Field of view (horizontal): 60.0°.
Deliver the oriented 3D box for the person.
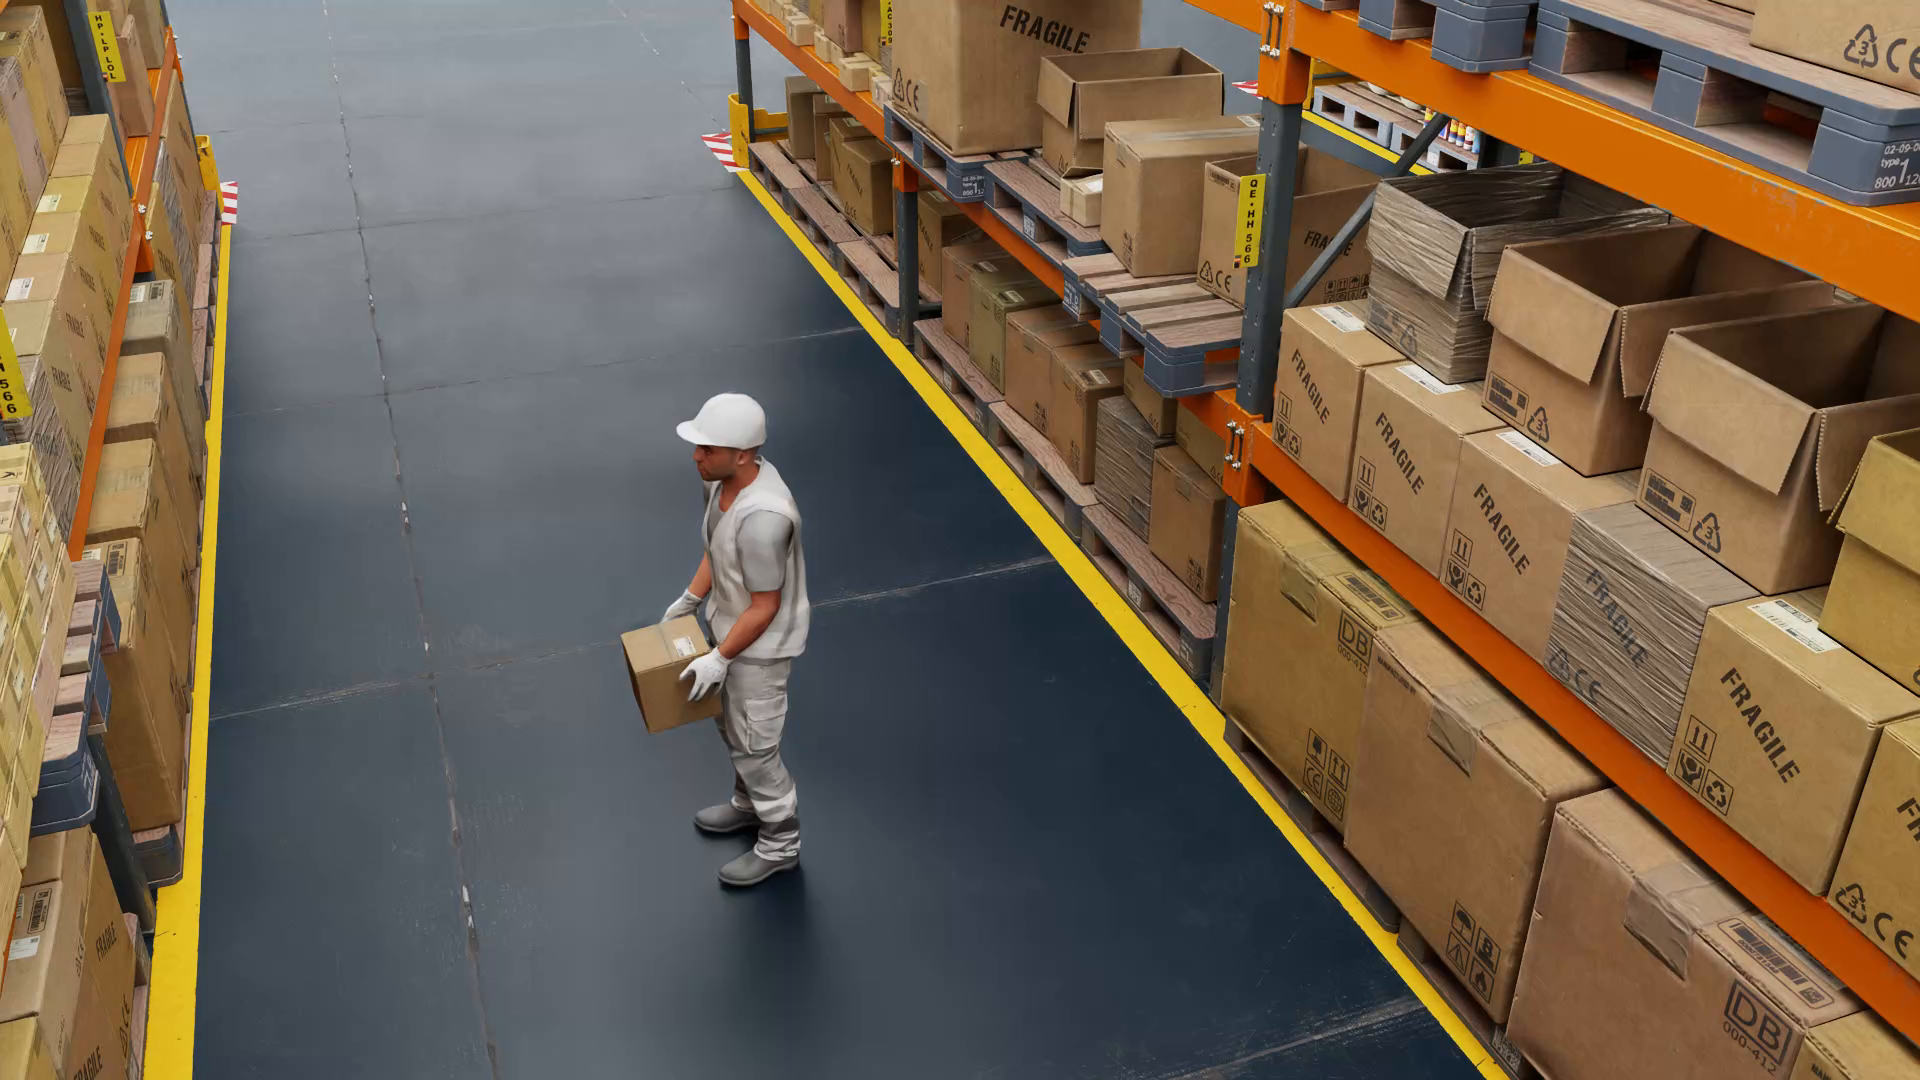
[{"bbox_3d":[-0.737,0.339,5.504,0.462,1.792,0.535,-11,31,-18],"label":"person"}]
